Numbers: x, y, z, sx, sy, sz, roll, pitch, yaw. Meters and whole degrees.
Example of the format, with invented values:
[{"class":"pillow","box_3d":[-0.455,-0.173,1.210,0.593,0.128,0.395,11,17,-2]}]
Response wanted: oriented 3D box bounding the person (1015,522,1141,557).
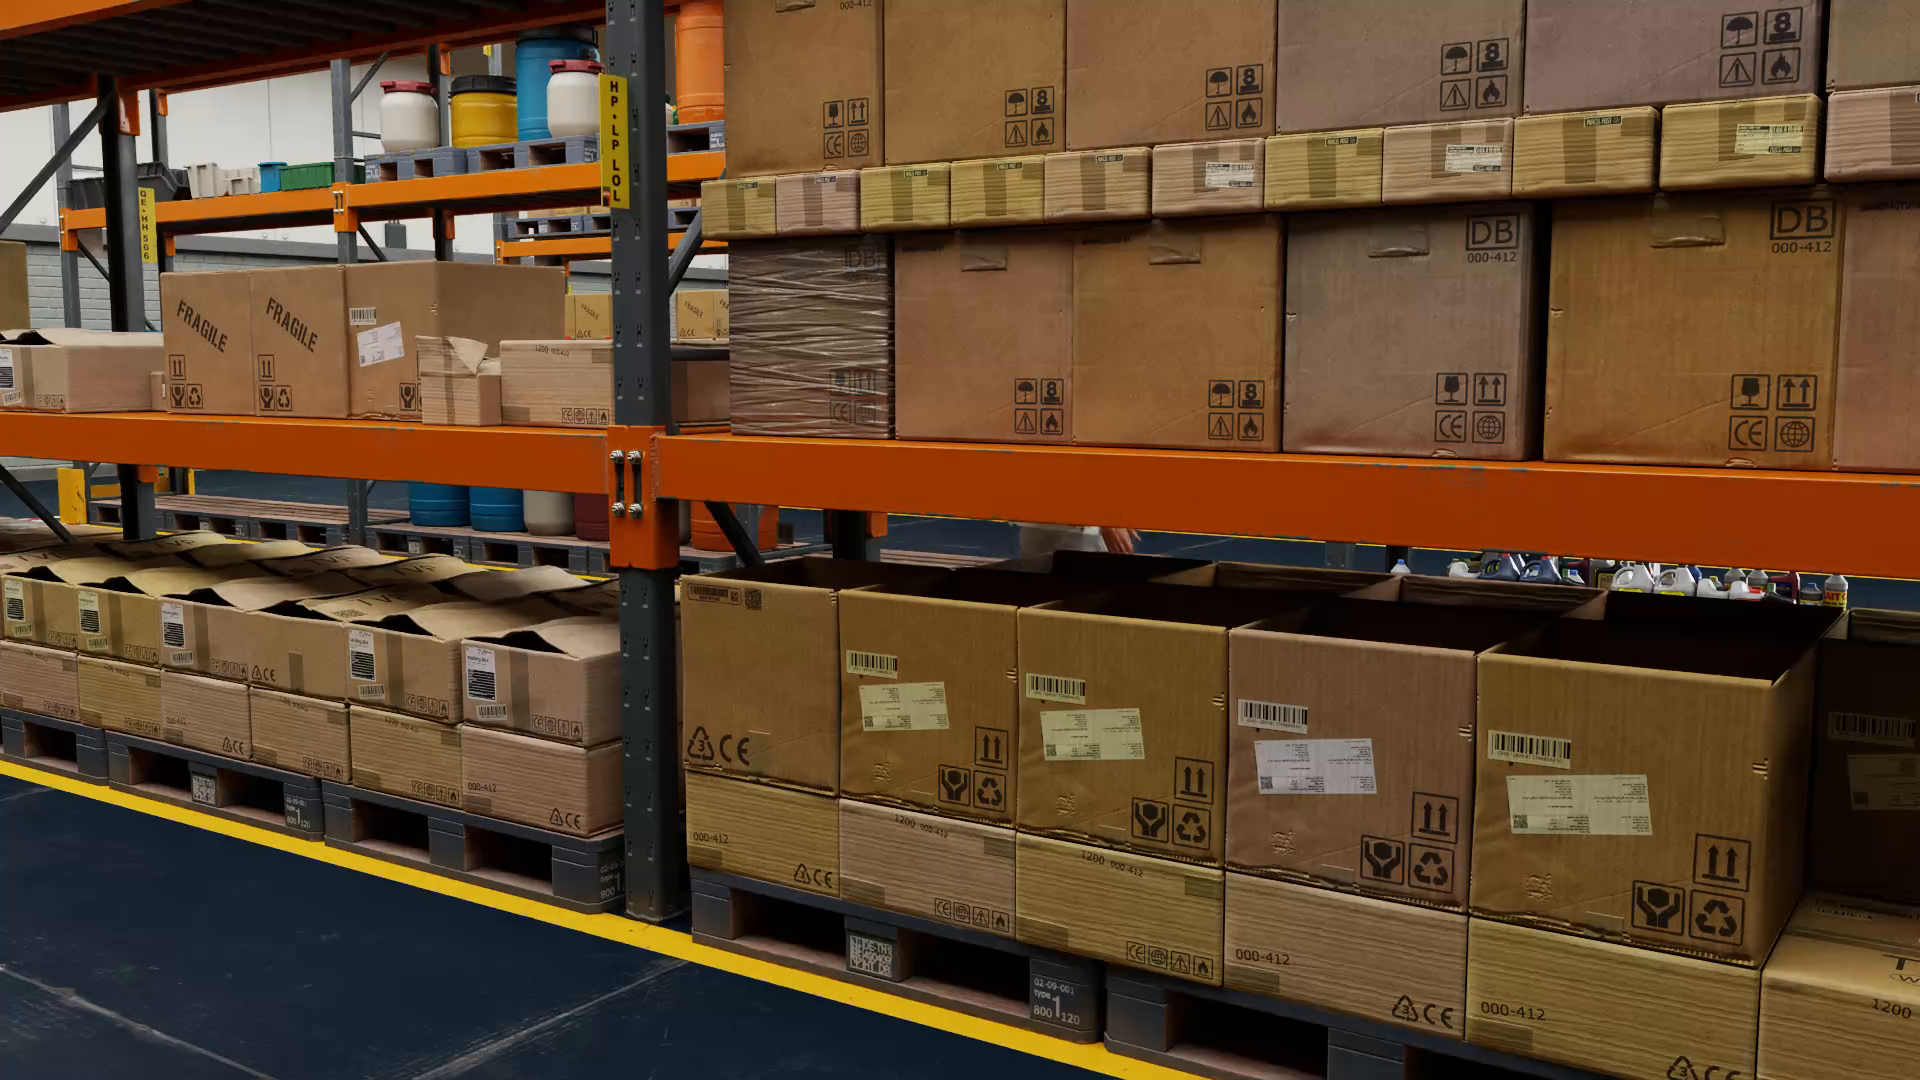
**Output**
[{"class":"person","box_3d":[0.468,-0.028,5.950,0.521,1.763,0.609,3,7,25]}]
